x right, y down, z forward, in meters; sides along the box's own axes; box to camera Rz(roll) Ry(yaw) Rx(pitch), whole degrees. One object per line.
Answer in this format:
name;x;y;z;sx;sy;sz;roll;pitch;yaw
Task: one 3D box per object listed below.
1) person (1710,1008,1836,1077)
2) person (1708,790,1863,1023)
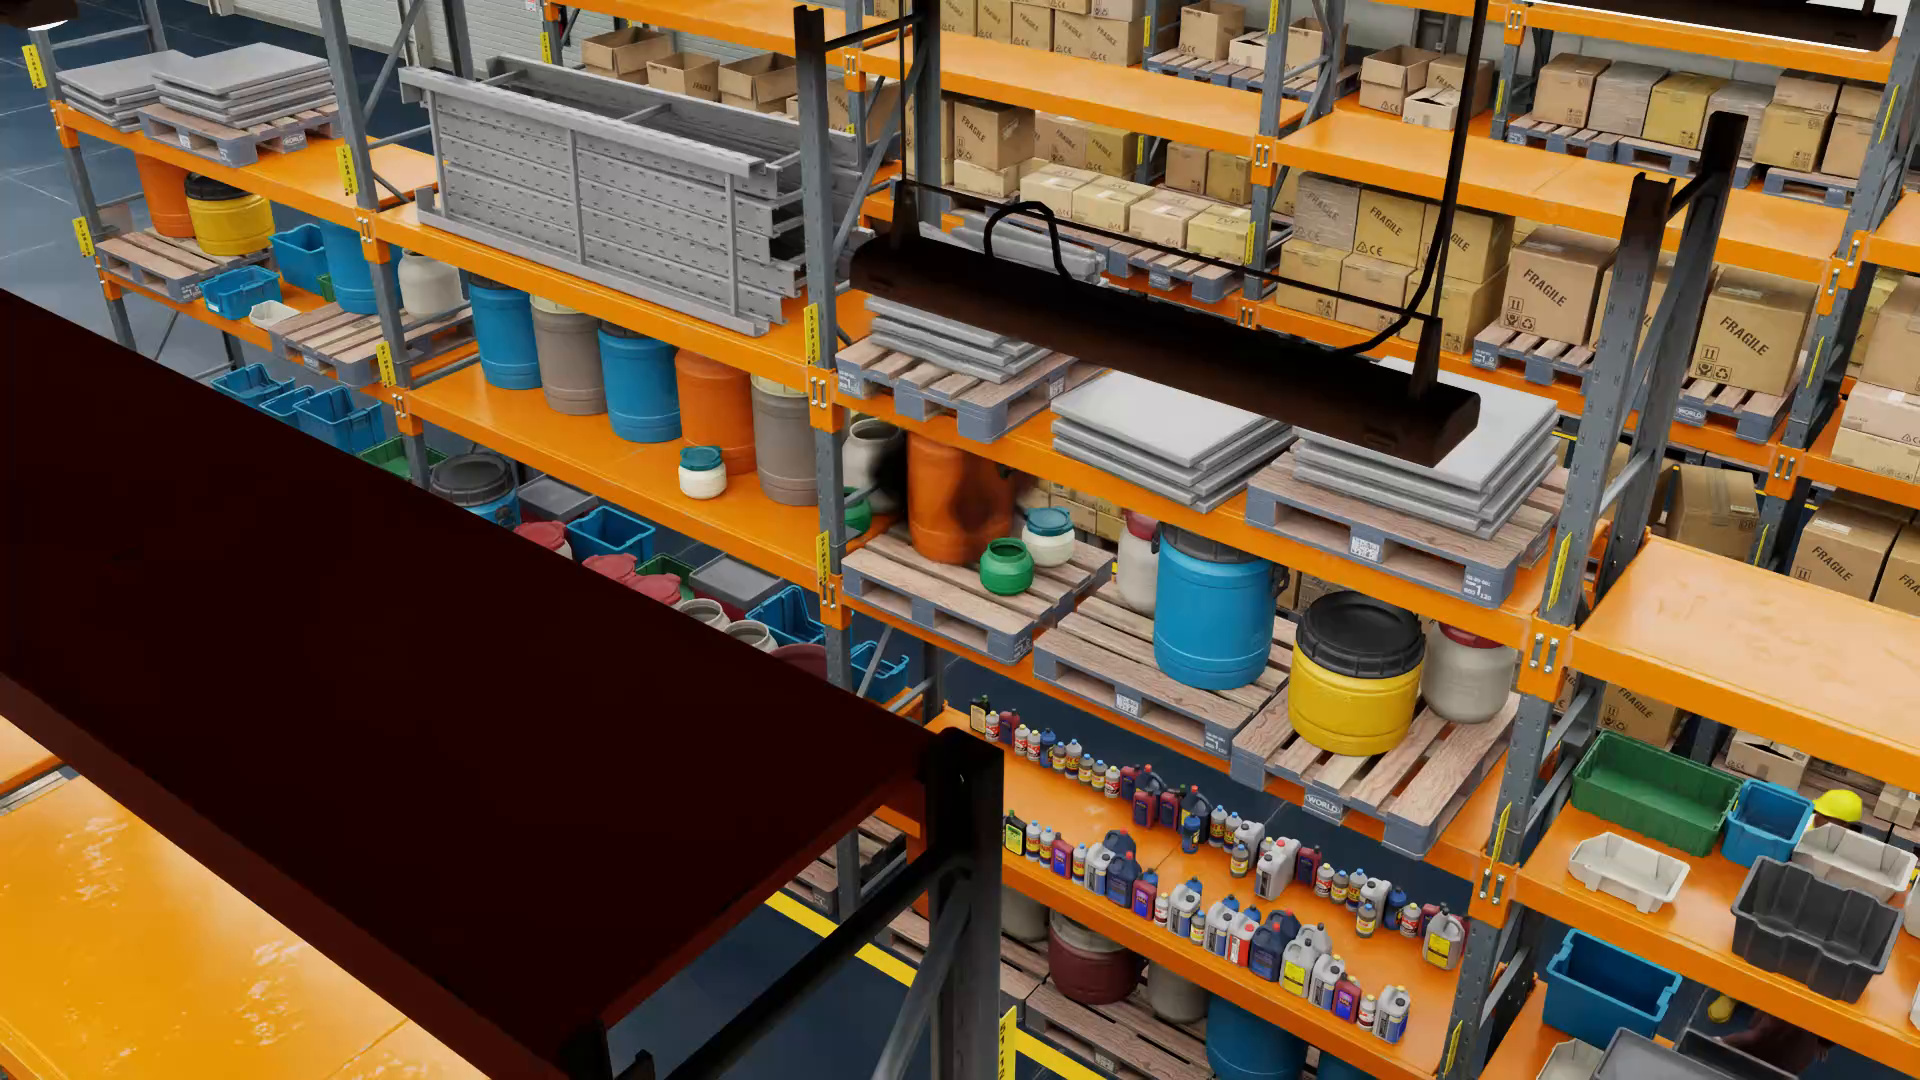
person;4.471;2.775;9.088;0.732;1.727;1.140;-14;34;-22
person;4.998;2.240;9.928;0.518;1.788;0.615;-21;37;-30
